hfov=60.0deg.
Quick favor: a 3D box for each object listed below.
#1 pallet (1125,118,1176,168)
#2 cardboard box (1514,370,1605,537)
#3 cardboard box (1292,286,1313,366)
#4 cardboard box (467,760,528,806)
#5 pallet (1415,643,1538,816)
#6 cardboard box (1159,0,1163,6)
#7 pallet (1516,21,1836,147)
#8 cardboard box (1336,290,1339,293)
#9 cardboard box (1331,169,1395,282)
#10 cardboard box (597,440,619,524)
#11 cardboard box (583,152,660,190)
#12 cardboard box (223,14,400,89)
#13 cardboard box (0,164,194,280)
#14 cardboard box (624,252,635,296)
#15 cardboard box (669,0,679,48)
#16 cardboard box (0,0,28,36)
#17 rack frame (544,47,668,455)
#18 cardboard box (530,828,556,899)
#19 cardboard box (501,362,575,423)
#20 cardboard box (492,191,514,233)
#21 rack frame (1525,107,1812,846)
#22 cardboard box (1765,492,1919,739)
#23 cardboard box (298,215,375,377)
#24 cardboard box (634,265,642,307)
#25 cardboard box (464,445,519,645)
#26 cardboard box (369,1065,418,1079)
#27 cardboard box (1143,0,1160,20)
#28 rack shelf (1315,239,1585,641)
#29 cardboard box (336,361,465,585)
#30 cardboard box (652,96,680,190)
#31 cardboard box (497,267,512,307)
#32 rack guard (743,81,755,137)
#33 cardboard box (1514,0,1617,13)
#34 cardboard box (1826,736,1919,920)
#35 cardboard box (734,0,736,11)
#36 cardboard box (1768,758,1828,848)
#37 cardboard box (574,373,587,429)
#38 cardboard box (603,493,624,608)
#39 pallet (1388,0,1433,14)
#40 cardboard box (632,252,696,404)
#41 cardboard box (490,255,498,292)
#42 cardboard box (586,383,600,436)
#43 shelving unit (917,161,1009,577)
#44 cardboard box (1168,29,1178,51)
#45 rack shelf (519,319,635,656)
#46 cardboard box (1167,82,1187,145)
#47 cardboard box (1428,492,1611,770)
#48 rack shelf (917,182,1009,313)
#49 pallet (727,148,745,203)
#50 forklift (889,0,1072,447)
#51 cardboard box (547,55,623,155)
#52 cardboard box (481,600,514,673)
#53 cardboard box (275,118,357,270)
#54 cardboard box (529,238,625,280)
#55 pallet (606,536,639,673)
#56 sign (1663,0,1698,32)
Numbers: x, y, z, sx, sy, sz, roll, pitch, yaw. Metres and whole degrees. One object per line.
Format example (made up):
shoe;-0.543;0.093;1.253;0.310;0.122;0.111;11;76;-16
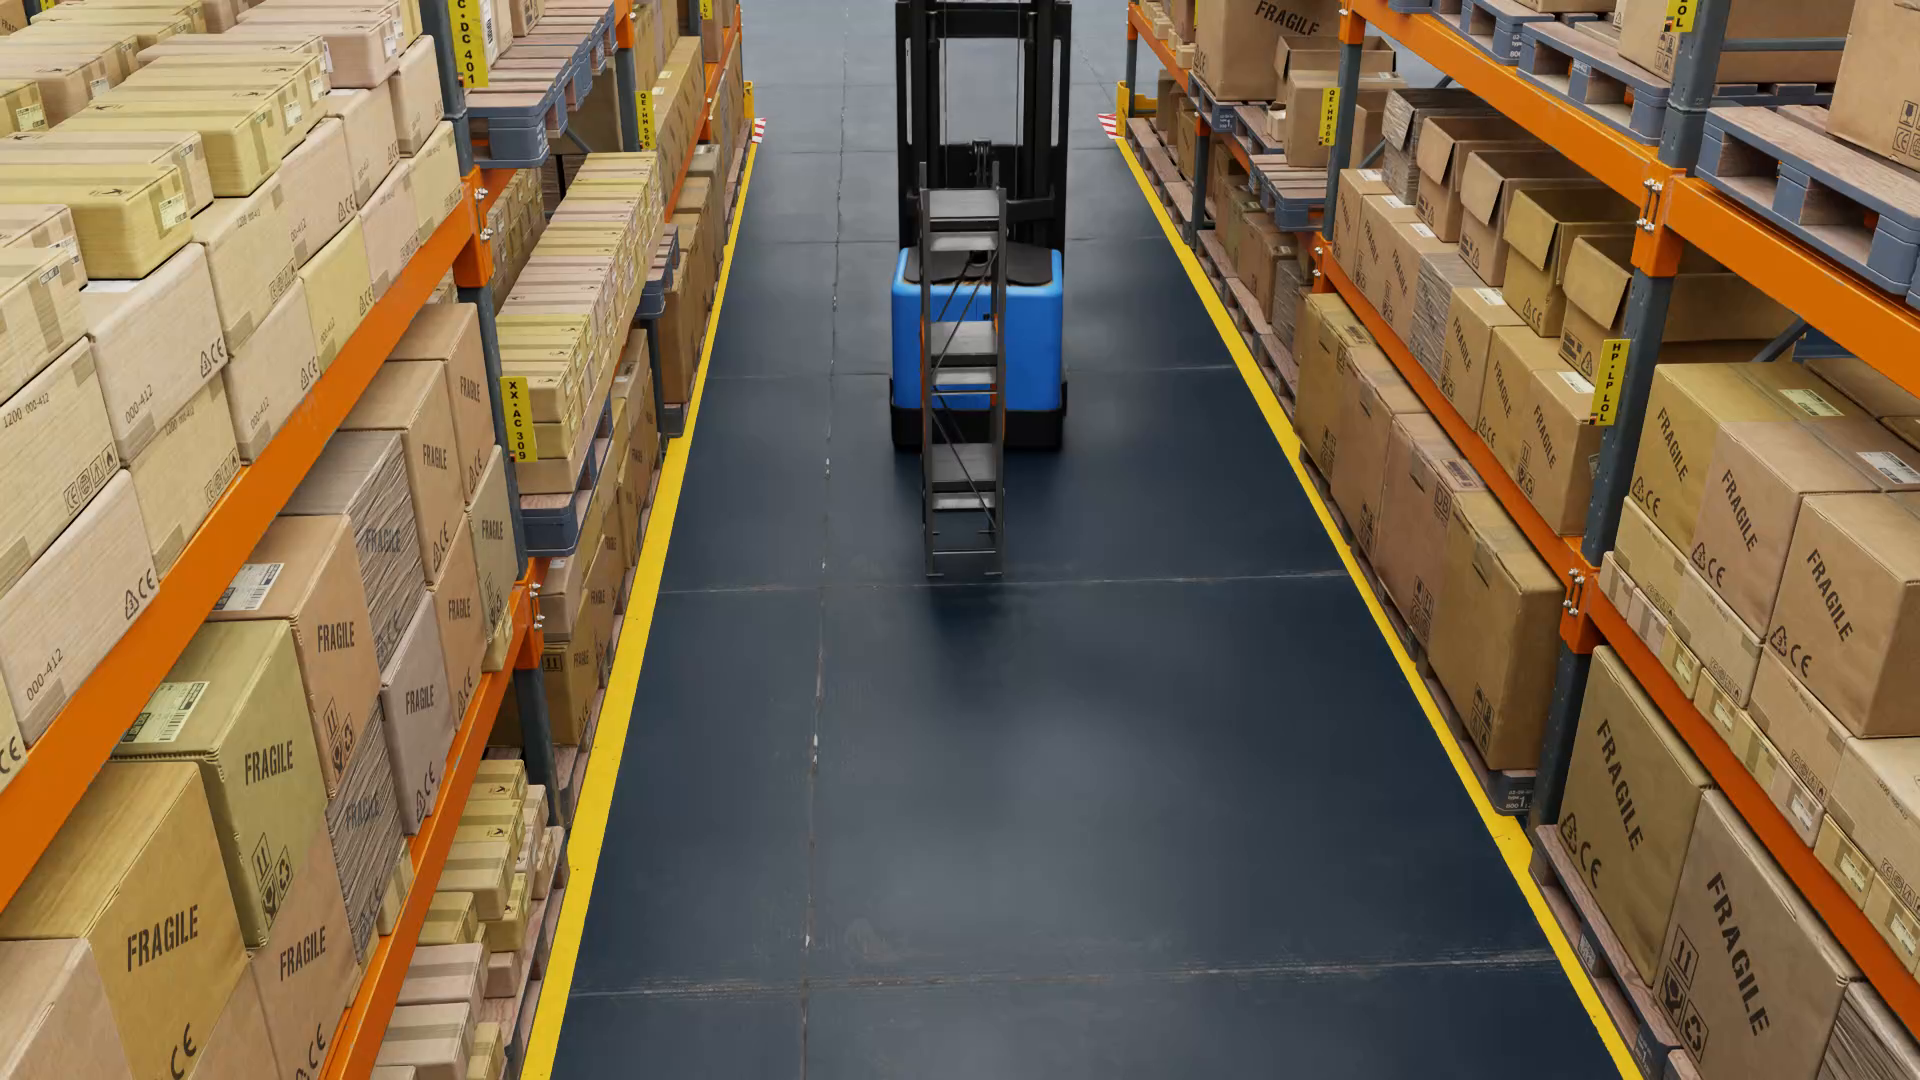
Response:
pallet;2.236;-3.992;16.675;1.003;0.211;1.213;-1;28;-3
cardboard box;2.555;-0.351;6.572;0.500;0.500;0.500;-1;28;-2
cardboard box;2.588;-1.340;10.804;0.700;0.500;0.500;-3;28;-5
cardboard box;-1.828;0.948;6.175;0.380;0.149;0.250;-1;28;-1
pallet;2.736;0.784;7.518;1.003;0.211;1.213;-1;28;-3
cardboard box;2.372;-5.333;15.801;0.875;0.500;0.500;-1;28;-3
pallet;2.755;-1.765;6.354;0.805;0.209;1.217;-2;28;-5
cardboard box;2.578;-1.673;10.630;0.500;0.250;0.500;0;28;-1
cardboard box;2.397;-1.758;9.269;0.500;0.500;0.500;-1;28;-1
cardboard box;-1.934;-0.264;7.950;0.500;0.250;0.500;0;28;-1
cardboard box;-1.832;-1.995;9.006;0.380;0.149;0.250;-2;28;-5
cardboard box;-1.739;-1.315;4.474;0.380;0.149;0.250;-1;28;-3
cardboard box;-1.674;-0.592;3.089;0.380;0.149;0.250;-1;28;-1
cardboard box;-1.766;-1.266;7.929;0.380;0.149;0.250;-1;28;-1
cardboard box;-2.493;-3.977;12.443;0.700;0.500;0.500;-2;28;-4
cardboard box;-7.209;-3.707;12.231;0.500;0.500;0.500;-2;28;-4
rack frame;-2.316;-1.872;9.595;1.000;3.000;0.127;-1;28;-3
cardboard box;-1.746;1.226;6.284;0.380;0.149;0.250;-1;28;-2
cardboard box;-1.668;-0.556;6.247;0.380;0.149;0.250;0;28;0
cardboard box;-2.447;-1.632;8.311;0.380;0.149;0.250;-3;28;-5
rack frame;2.852;-0.098;6.193;1.000;3.000;0.127;-1;28;-3
cardboard box;2.671;0.200;4.653;0.500;0.500;0.500;-2;28;-4
cardboard box;-1.770;-0.602;4.080;0.500;0.250;0.500;-2;28;-3
cardboard box;-1.781;-1.257;8.234;0.380;0.149;0.250;-3;28;-5
cardboard box;-1.799;0.016;5.546;0.500;0.500;0.500;-1;28;-3
cardboard box;-1.783;1.666;4.798;0.380;0.149;0.250;-1;28;-3
cardboard box;1.994;-5.159;16.169;0.380;0.149;0.250;-1;28;-3
rack shelf;2.747;-0.702;8.131;1.077;0.370;4.000;-1;28;-3
cardboard box;-1.780;-0.195;4.869;0.500;0.500;0.500;-2;28;-4
cardboard box;-2.125;-2.598;10.879;0.500;0.500;0.500;-1;28;-3
cardboard box;-2.433;-1.239;8.200;0.380;0.149;0.250;-1;28;-1
rack guard;-2.735;-4.469;17.278;1.175;0.500;0.348;-1;28;-3
cardboard box;2.771;-2.564;7.113;0.797;0.503;0.637;-2;28;-3
cardboard box;2.686;0.757;4.395;0.500;0.250;0.500;-1;28;-3
cardboard box;-2.669;-5.462;16.317;0.875;0.550;0.550;-1;28;-3
cardboard box;2.603;0.757;4.827;0.380;0.149;0.250;-1;28;-2
cardboard box;-1.683;-0.544;6.545;0.380;0.149;0.250;-2;28;-4
cardboard box;-1.951;0.064;8.132;0.500;0.500;0.500;-1;28;-2
pallet;2.730;-2.895;8.518;1.213;0.211;1.003;0;28;0
cardboard box;-2.257;-1.344;10.562;1.050;0.750;0.750;-2;28;-3
cardboard box;-2.422;-1.256;7.910;0.380;0.149;0.250;-2;28;-3
cardboard box;-1.697;-0.536;6.851;0.380;0.149;0.250;-1;28;-2
shelving unit;0.009;-0.855;8.618;0.431;2.100;0.503;-1;28;-3
cardboard box;2.066;-4.466;14.841;0.380;0.149;0.250;-1;28;-3
rack shelf;-2.211;-0.629;7.991;1.077;0.370;4.000;-1;28;-3
cardboard box;2.307;-4.153;16.218;0.500;0.500;0.500;6;28;11
cardboard box;2.798;0.363;7.153;1.225;0.875;0.875;-1;28;-2
rack shelf;0.009;-1.463;8.300;0.431;0.518;0.480;-1;28;-3
pallet;-2.553;-3.400;15.541;1.003;0.211;1.213;-1;28;-3
forklift;0.154;-2.512;10.896;1.130;2.935;3.031;1;28;2
cardboard box;-2.329;-2.567;9.739;0.700;0.500;0.500;-2;28;-3
cardboard box;-1.736;0.329;5.646;0.380;0.149;0.250;-2;28;-4
cardboard box;-1.781;-0.821;3.959;0.500;0.250;0.500;0;28;-1
cardboard box;-1.754;-1.278;7.630;0.380;0.149;0.250;-1;28;-1
pallet;-2.216;0.288;8.470;1.003;0.211;1.213;-1;28;-3
sign;2.310;-1.779;5.274;0.100;0.325;0.005;-1;28;-3
